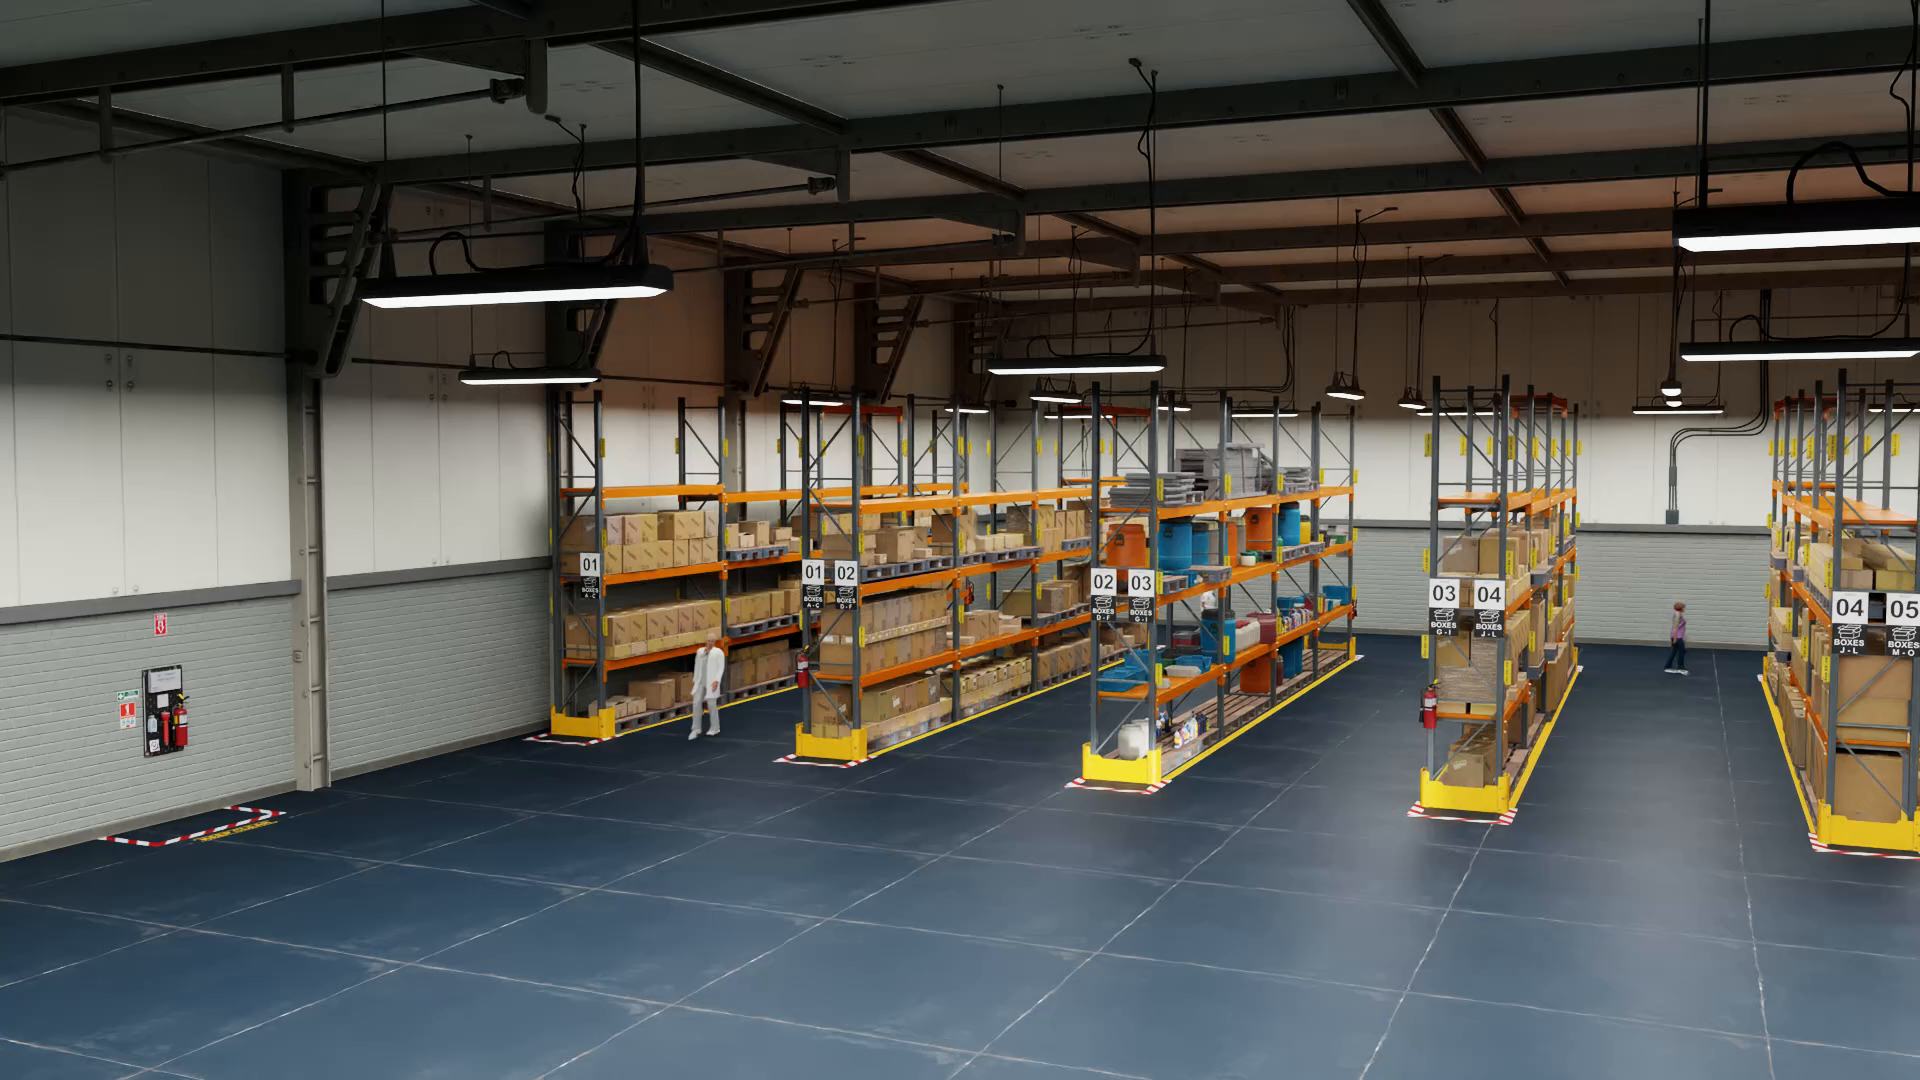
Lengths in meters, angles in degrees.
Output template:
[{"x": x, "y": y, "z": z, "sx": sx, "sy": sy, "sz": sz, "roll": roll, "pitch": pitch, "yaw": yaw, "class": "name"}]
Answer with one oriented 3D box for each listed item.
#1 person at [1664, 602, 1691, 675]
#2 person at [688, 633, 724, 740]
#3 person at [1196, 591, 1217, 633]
[{"x": 15.930, "y": 2.182, "z": 36.889, "sx": 0.558, "sy": 1.624, "sz": 0.459, "roll": 1, "pitch": 3, "yaw": 19, "class": "person"}, {"x": -4.435, "y": 2.536, "z": 28.850, "sx": 0.620, "sy": 1.803, "sz": 0.746, "roll": 1, "pitch": 3, "yaw": 15, "class": "person"}, {"x": 6.206, "y": 1.844, "z": 41.957, "sx": 0.589, "sy": 1.659, "sz": 0.499, "roll": 3, "pitch": 4, "yaw": 39, "class": "person"}]
